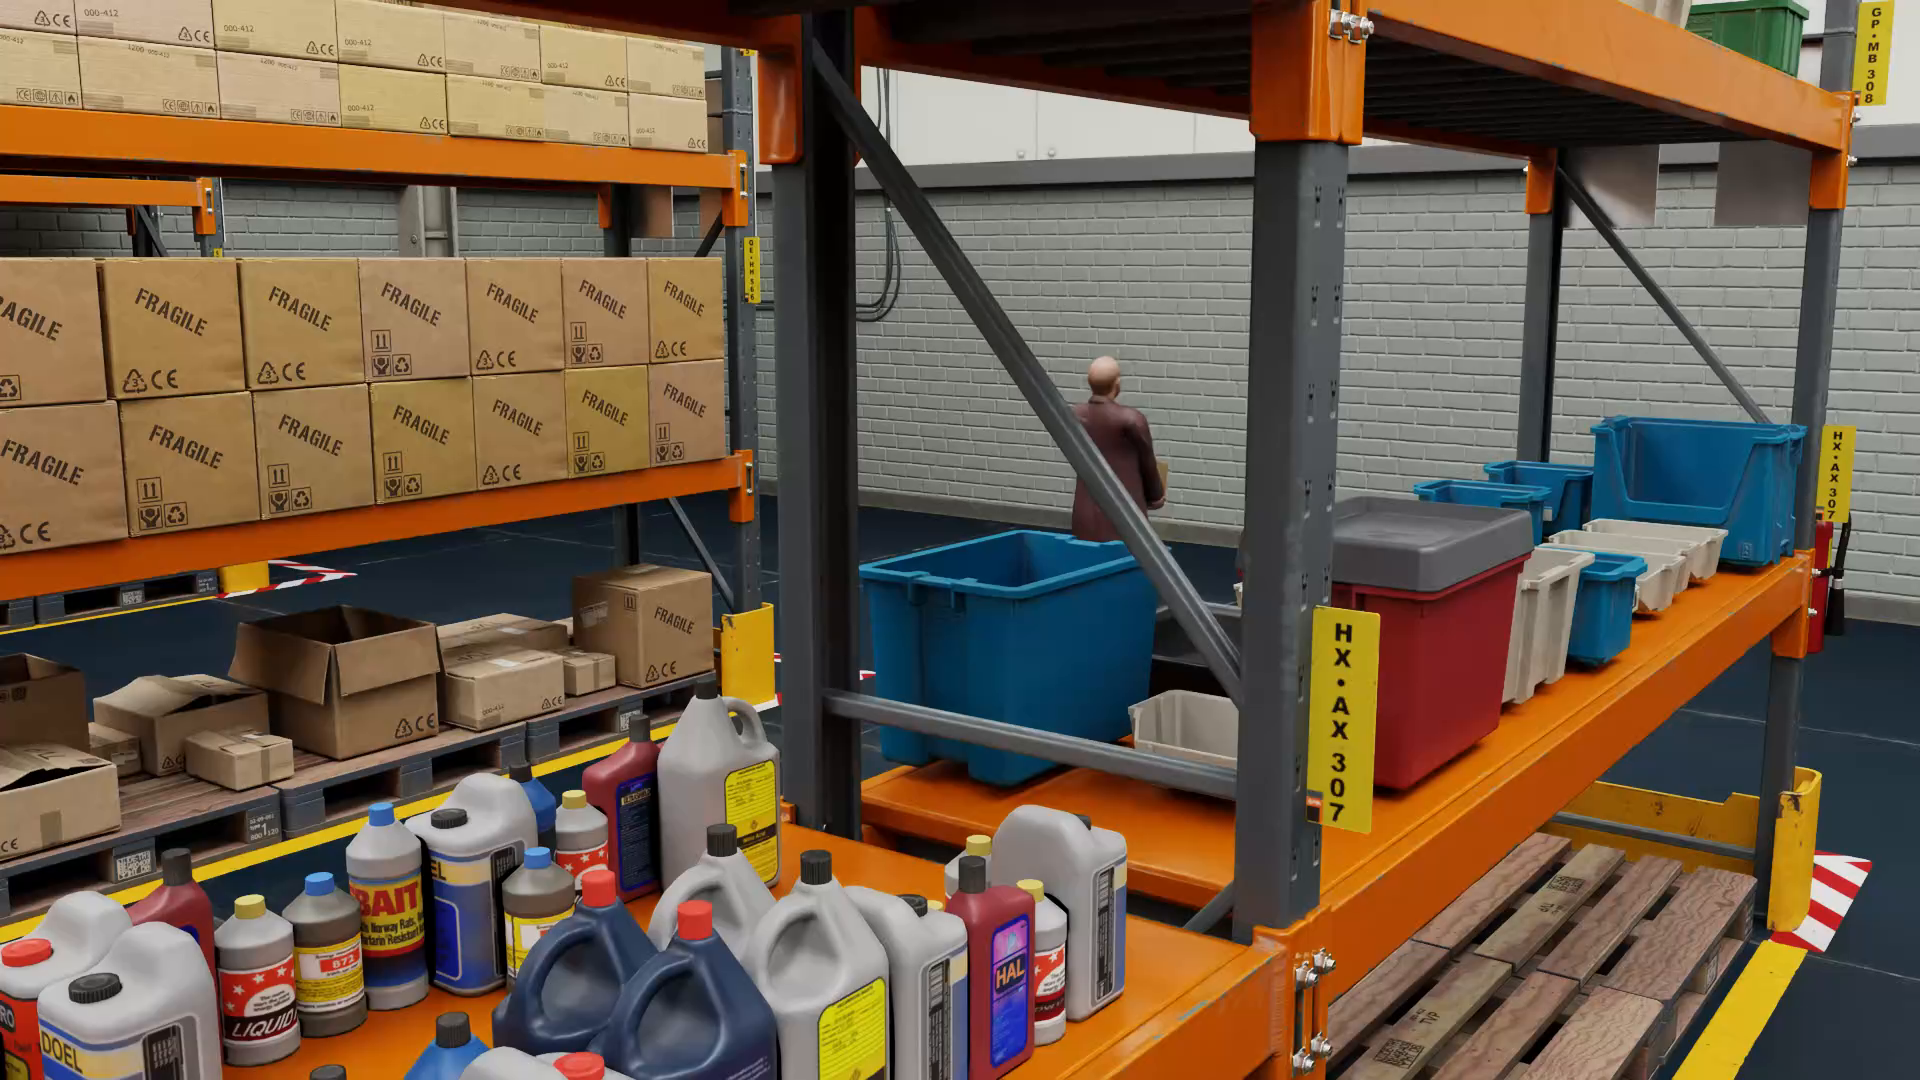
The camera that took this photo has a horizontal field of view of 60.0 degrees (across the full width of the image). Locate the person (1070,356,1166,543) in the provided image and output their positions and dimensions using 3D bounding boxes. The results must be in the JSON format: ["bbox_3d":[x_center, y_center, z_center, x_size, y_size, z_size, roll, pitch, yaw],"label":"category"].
[{"bbox_3d":[0.883,-0.137,9.257,0.526,1.778,0.543,7,12,36],"label":"person"}]
